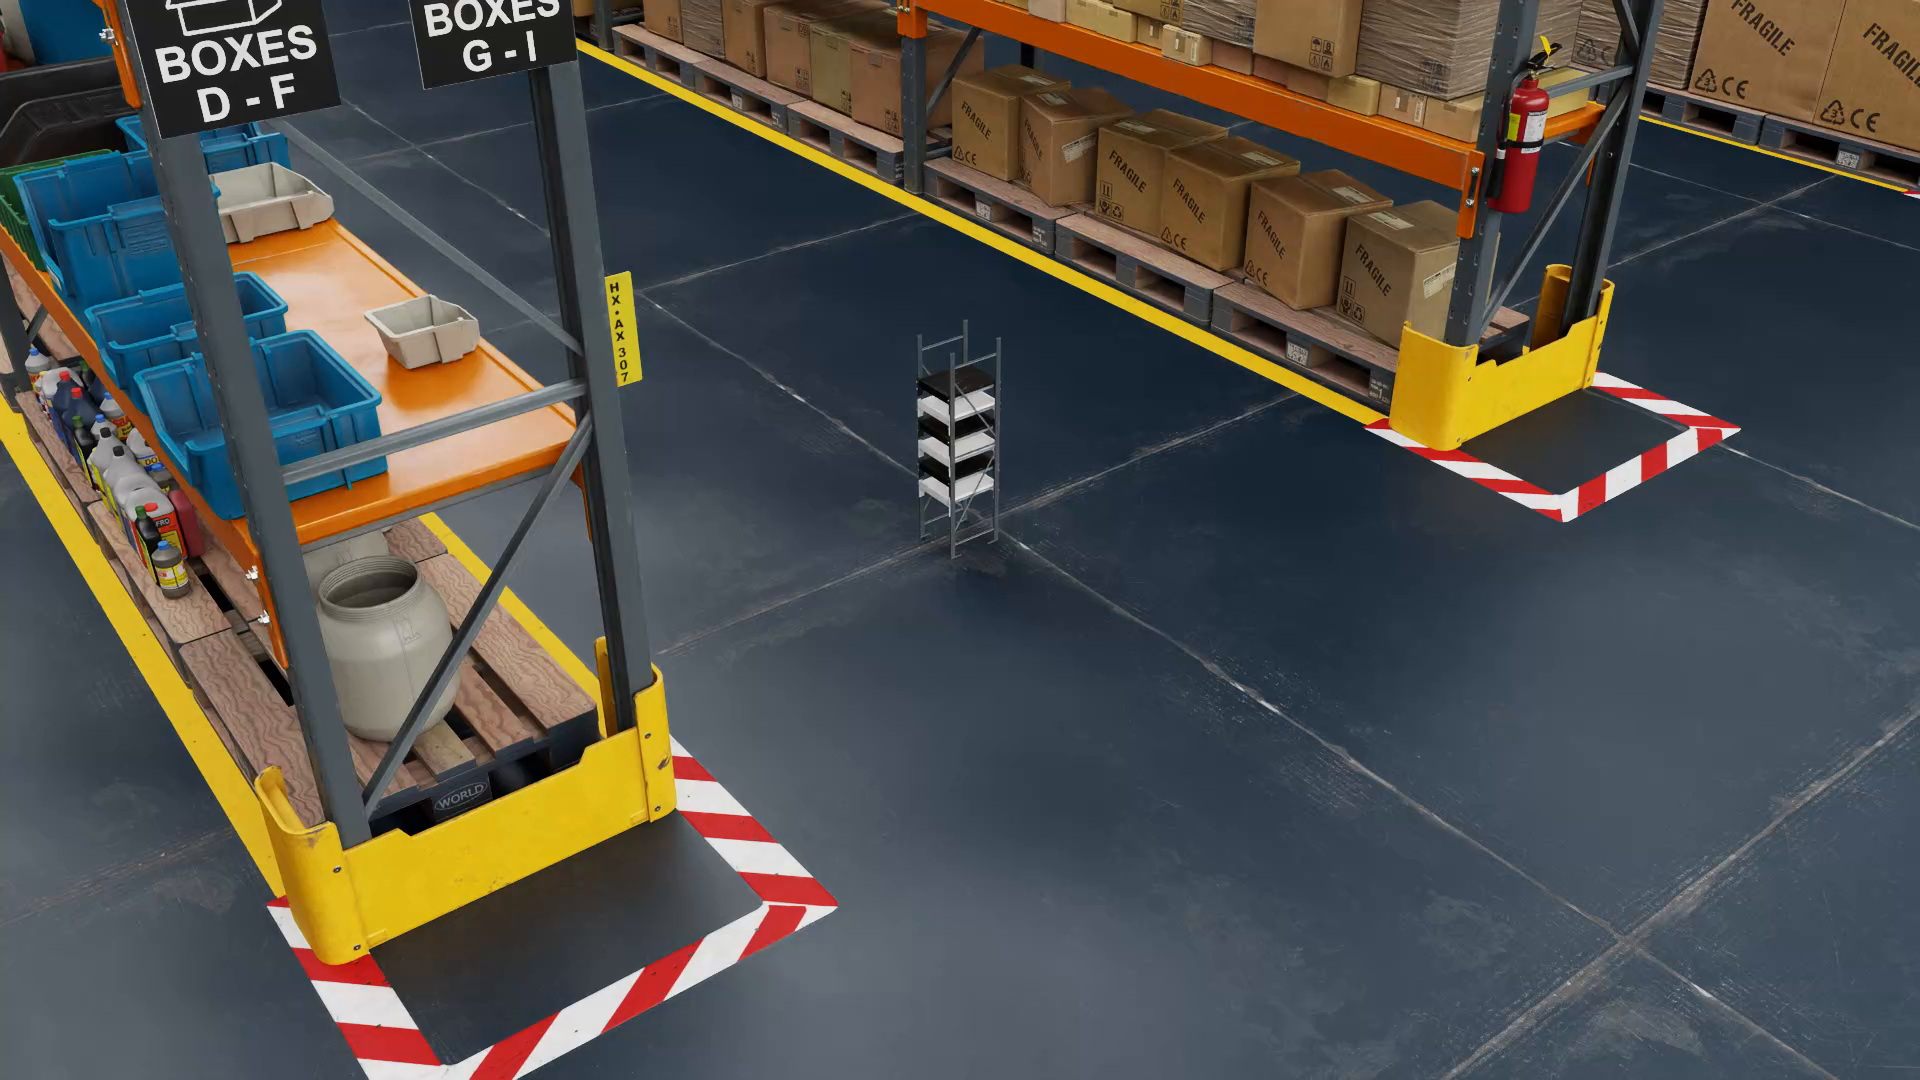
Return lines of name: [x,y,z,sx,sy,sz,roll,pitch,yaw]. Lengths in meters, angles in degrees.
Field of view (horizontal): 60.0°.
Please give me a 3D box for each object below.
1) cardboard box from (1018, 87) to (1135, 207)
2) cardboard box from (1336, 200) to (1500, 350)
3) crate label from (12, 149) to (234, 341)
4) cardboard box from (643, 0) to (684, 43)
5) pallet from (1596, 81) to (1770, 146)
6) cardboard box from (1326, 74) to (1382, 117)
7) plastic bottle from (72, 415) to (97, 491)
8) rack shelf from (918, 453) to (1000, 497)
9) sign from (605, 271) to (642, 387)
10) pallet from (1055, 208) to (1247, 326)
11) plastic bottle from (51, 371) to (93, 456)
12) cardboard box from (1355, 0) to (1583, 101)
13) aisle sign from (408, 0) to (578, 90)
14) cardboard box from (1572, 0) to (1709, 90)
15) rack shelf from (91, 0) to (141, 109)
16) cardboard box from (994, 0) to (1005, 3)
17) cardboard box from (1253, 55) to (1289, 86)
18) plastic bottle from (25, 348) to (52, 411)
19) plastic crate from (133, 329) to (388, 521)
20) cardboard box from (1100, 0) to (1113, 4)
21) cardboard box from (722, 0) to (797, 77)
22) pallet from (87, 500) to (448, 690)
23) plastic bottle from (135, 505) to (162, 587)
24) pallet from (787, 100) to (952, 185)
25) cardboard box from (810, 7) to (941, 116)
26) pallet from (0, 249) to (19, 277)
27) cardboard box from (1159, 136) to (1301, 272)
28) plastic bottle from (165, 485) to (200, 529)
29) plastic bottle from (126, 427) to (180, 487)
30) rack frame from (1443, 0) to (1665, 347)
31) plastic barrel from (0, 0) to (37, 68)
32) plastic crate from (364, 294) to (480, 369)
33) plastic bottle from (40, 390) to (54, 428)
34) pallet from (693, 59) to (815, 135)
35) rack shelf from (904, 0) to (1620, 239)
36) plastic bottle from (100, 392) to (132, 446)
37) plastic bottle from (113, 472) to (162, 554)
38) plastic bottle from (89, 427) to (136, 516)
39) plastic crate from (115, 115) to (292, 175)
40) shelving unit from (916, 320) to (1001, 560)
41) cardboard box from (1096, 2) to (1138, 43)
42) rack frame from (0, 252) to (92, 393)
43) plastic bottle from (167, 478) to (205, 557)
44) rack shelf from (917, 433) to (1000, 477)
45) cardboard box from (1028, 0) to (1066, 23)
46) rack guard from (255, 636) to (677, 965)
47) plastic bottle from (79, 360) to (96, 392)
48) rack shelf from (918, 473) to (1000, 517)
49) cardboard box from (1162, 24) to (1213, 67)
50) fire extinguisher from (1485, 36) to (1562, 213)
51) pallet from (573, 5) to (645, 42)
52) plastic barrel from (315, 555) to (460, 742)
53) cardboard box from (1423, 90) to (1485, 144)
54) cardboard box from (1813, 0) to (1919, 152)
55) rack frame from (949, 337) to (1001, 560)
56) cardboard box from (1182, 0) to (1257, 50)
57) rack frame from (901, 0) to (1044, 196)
cardboard box: [0.658,-2.252,9.503,0.500,0.500,0.500,-11,33,-16]
cardboard box: [2.171,-1.266,7.917,0.500,0.500,0.500,-15,35,-23]
crate label: [-2.714,-0.976,5.445,0.502,0.435,0.616,-22,38,-31]
cardboard box: [-1.939,-4.070,12.413,0.700,0.500,0.500,-25,39,-34]
pallet: [5.224,-3.078,11.506,1.003,0.211,1.213,-22,38,-31]
cardboard box: [1.856,-2.021,7.399,0.380,0.149,0.250,-22,38,-31]
plastic bottle: [-3.474,-0.350,6.628,0.061,0.283,0.133,-20,37,-29]
rack shelf: [-0.005,-0.281,6.583,0.258,0.077,0.200,-22,38,-31]
sign: [-0.935,-0.575,4.571,0.100,0.325,0.005,-22,38,-31]
pallet: [1.279,-1.589,9.109,1.003,0.211,1.213,-22,38,-31]
plastic bottle: [-3.658,-0.539,6.869,0.144,0.351,0.185,-21,38,-30]
cardboard box: [2.225,-2.291,7.219,0.875,0.500,0.500,-22,38,-31]
aisle sign: [-1.097,-1.451,3.779,0.394,0.787,0.004,-22,38,-31]
cardboard box: [4.954,-3.730,11.529,0.875,0.875,0.875,-22,38,-31]
rack shelf: [-2.599,-2.084,5.101,1.077,0.370,4.000,-22,38,-31]
cardboard box: [0.300,-3.054,9.062,0.380,0.149,0.250,-22,38,-31]
cardboard box: [1.594,-2.248,7.764,0.380,0.149,0.250,-22,38,-31]
plastic bottle: [-3.976,-0.702,7.206,0.097,0.271,0.097,0,32,0]
plastic crate: [-1.915,-0.330,4.579,0.499,0.251,0.616,-22,38,-31]
cardboard box: [0.979,-3.117,8.548,0.875,0.500,0.500,-22,38,-31]
cardboard box: [-1.235,-3.609,11.670,0.700,0.500,0.500,-19,37,-28]
pallet: [-2.694,0.038,6.488,1.003,0.211,1.213,-22,38,-31]
plastic bottle: [-2.931,0.019,6.034,0.061,0.283,0.133,-21,38,-30]
pallet: [-0.391,-2.690,10.882,1.003,0.211,1.213,-22,38,-31]
cardboard box: [-0.550,-3.144,10.921,0.700,0.500,0.500,-23,38,-32]
pallet: [-5.090,-1.587,9.106,1.003,0.211,1.213,-22,38,-31]
cardboard box: [1.408,-1.771,8.730,0.500,0.500,0.500,-19,36,-27]
plastic bottle: [-2.976,-0.123,6.340,0.097,0.201,0.097,0,32,0]
plastic bottle: [-3.180,-0.310,6.571,0.152,0.276,0.135,-22,38,-31]
rack frame: [2.540,-1.884,6.940,1.000,3.000,0.127,-22,38,-31]
plastic barrel: [-4.238,-2.476,7.765,0.433,0.535,0.433,0,32,0]
plastic crate: [-1.667,-0.646,5.198,0.298,0.136,0.250,-22,38,-31]
plastic bottle: [-3.851,-0.587,7.088,0.097,0.201,0.097,0,32,0]
pallet: [-1.143,-3.199,11.701,1.003,0.211,1.213,-22,38,-31]
rack shelf: [1.314,-2.412,8.472,1.077,0.370,4.000,-22,38,-31]
plastic bottle: [-3.474,-0.484,6.856,0.097,0.271,0.097,0,32,0]
plastic bottle: [-3.063,-0.107,6.243,0.152,0.276,0.135,-23,39,-33]
plastic bottle: [-3.281,-0.284,6.457,0.144,0.351,0.185,-23,38,-32]
plastic crate: [-2.932,-1.512,6.482,0.499,0.251,0.616,-22,38,-31]
shelving unit: [-0.005,-0.386,6.518,0.258,0.900,0.210,-22,38,-31]
cardboard box: [0.912,-2.636,8.390,0.380,0.149,0.250,-22,38,-31]
rack frame: [-3.825,-1.948,7.044,1.000,3.000,0.127,-22,38,-31]
plastic bottle: [-2.894,-0.087,6.204,0.061,0.283,0.133,-22,38,-31]
rack shelf: [-0.005,-0.357,6.536,0.258,0.077,0.200,-22,38,-31]
cardboard box: [0.581,-2.835,8.710,0.380,0.149,0.250,-22,38,-31]
rack guard: [-1.456,0.764,5.046,1.175,0.500,0.348,-22,38,-31]
plastic bottle: [-3.672,-0.616,7.056,0.061,0.283,0.133,-22,38,-31]
rack shelf: [-0.005,-0.204,6.631,0.258,0.077,0.200,-22,38,-31]
cardboard box: [1.200,-2.420,8.042,0.380,0.149,0.250,-22,38,-31]
fire extinguisher: [2.246,-1.654,6.644,0.296,0.674,0.183,-22,38,-31]
pallet: [-2.789,-4.386,13.612,1.003,0.211,1.213,-22,38,-31]
plastic barrel: [-1.836,0.347,5.307,0.421,0.512,0.421,0,32,0]
cardboard box: [2.202,-1.829,7.090,0.380,0.149,0.250,-22,38,-31]
cardboard box: [6.052,-2.984,10.326,0.875,0.875,0.875,-22,38,-31]
rack frame: [0.057,-0.343,6.450,0.240,0.900,0.006,-22,38,-31]
cardboard box: [1.551,-2.683,7.850,0.875,0.500,0.500,-22,38,-31]
rack frame: [0.087,-3.551,9.624,1.000,3.000,0.127,-22,38,-31]
